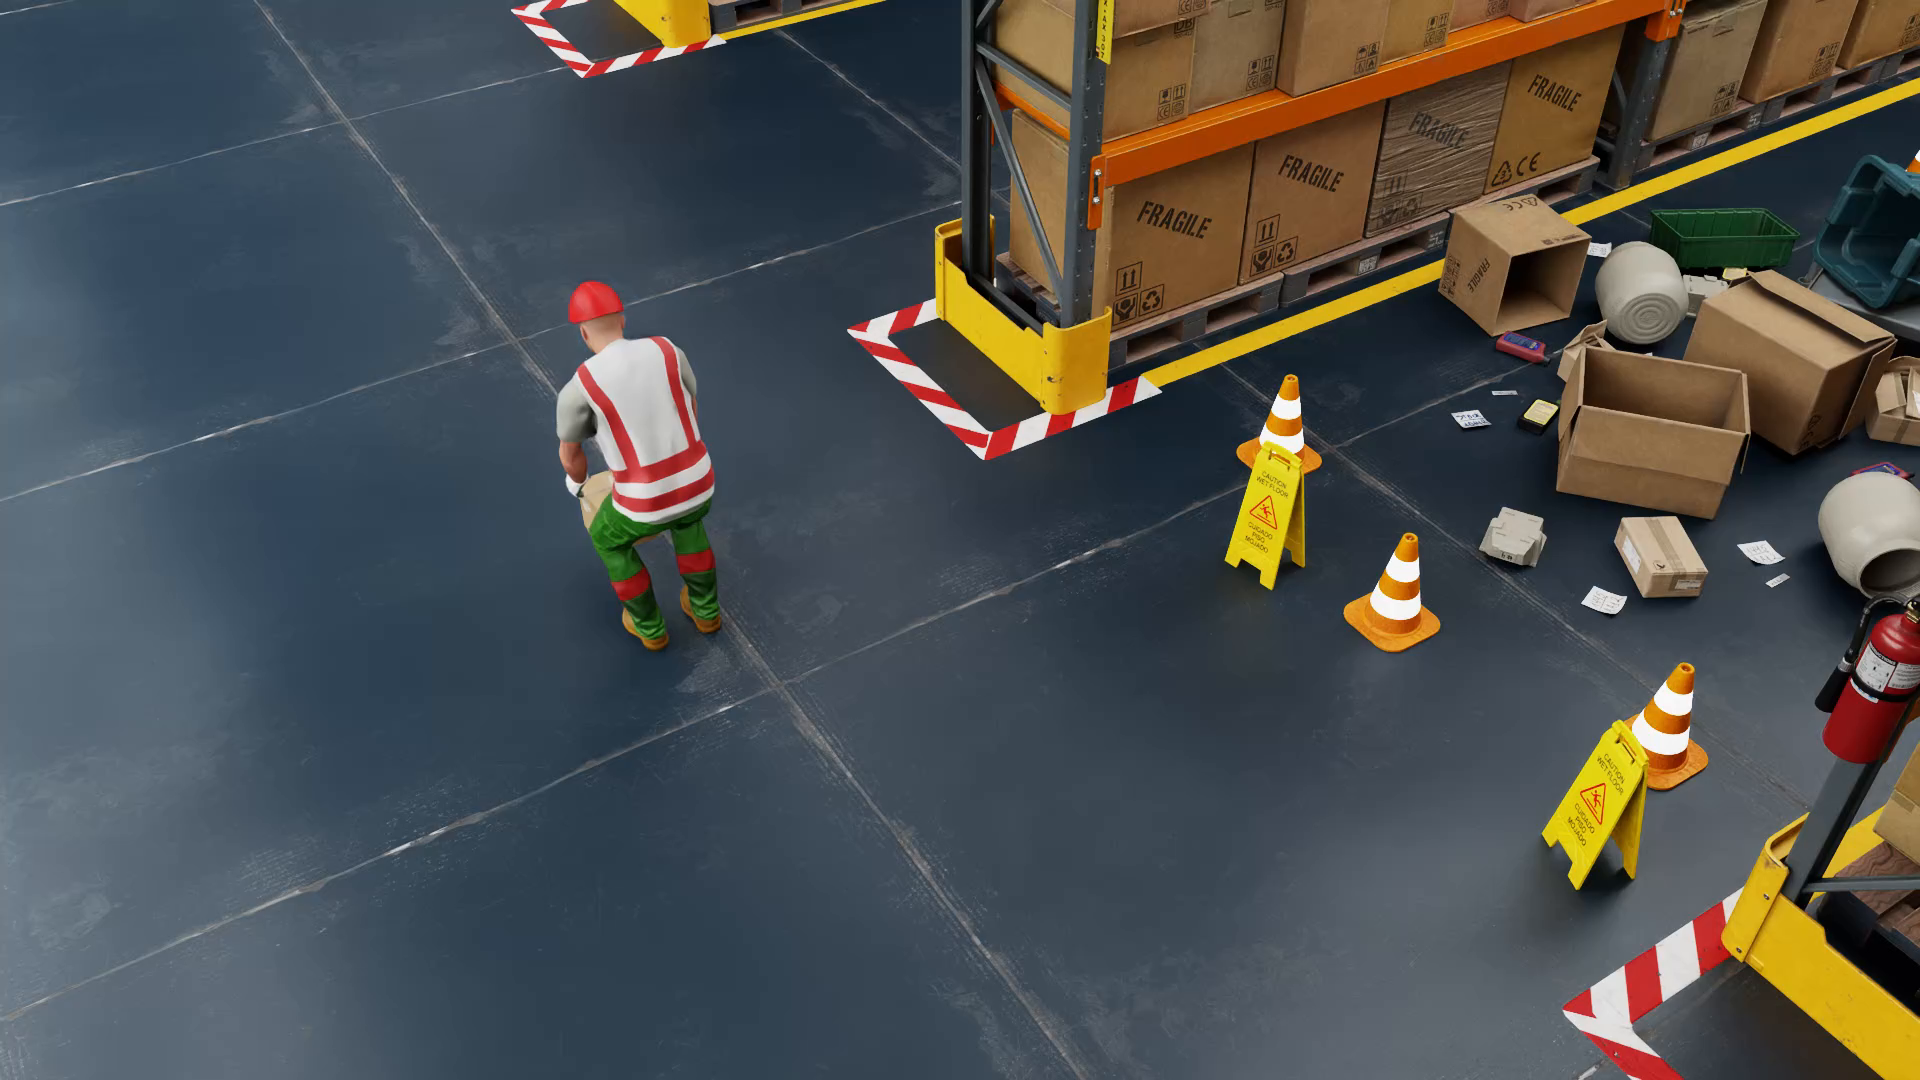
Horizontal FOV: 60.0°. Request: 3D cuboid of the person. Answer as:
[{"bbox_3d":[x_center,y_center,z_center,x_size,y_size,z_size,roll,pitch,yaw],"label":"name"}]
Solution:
[{"bbox_3d":[-1.272,-0.250,6.595,0.575,1.580,0.647,-22,45,-24],"label":"person"}]
